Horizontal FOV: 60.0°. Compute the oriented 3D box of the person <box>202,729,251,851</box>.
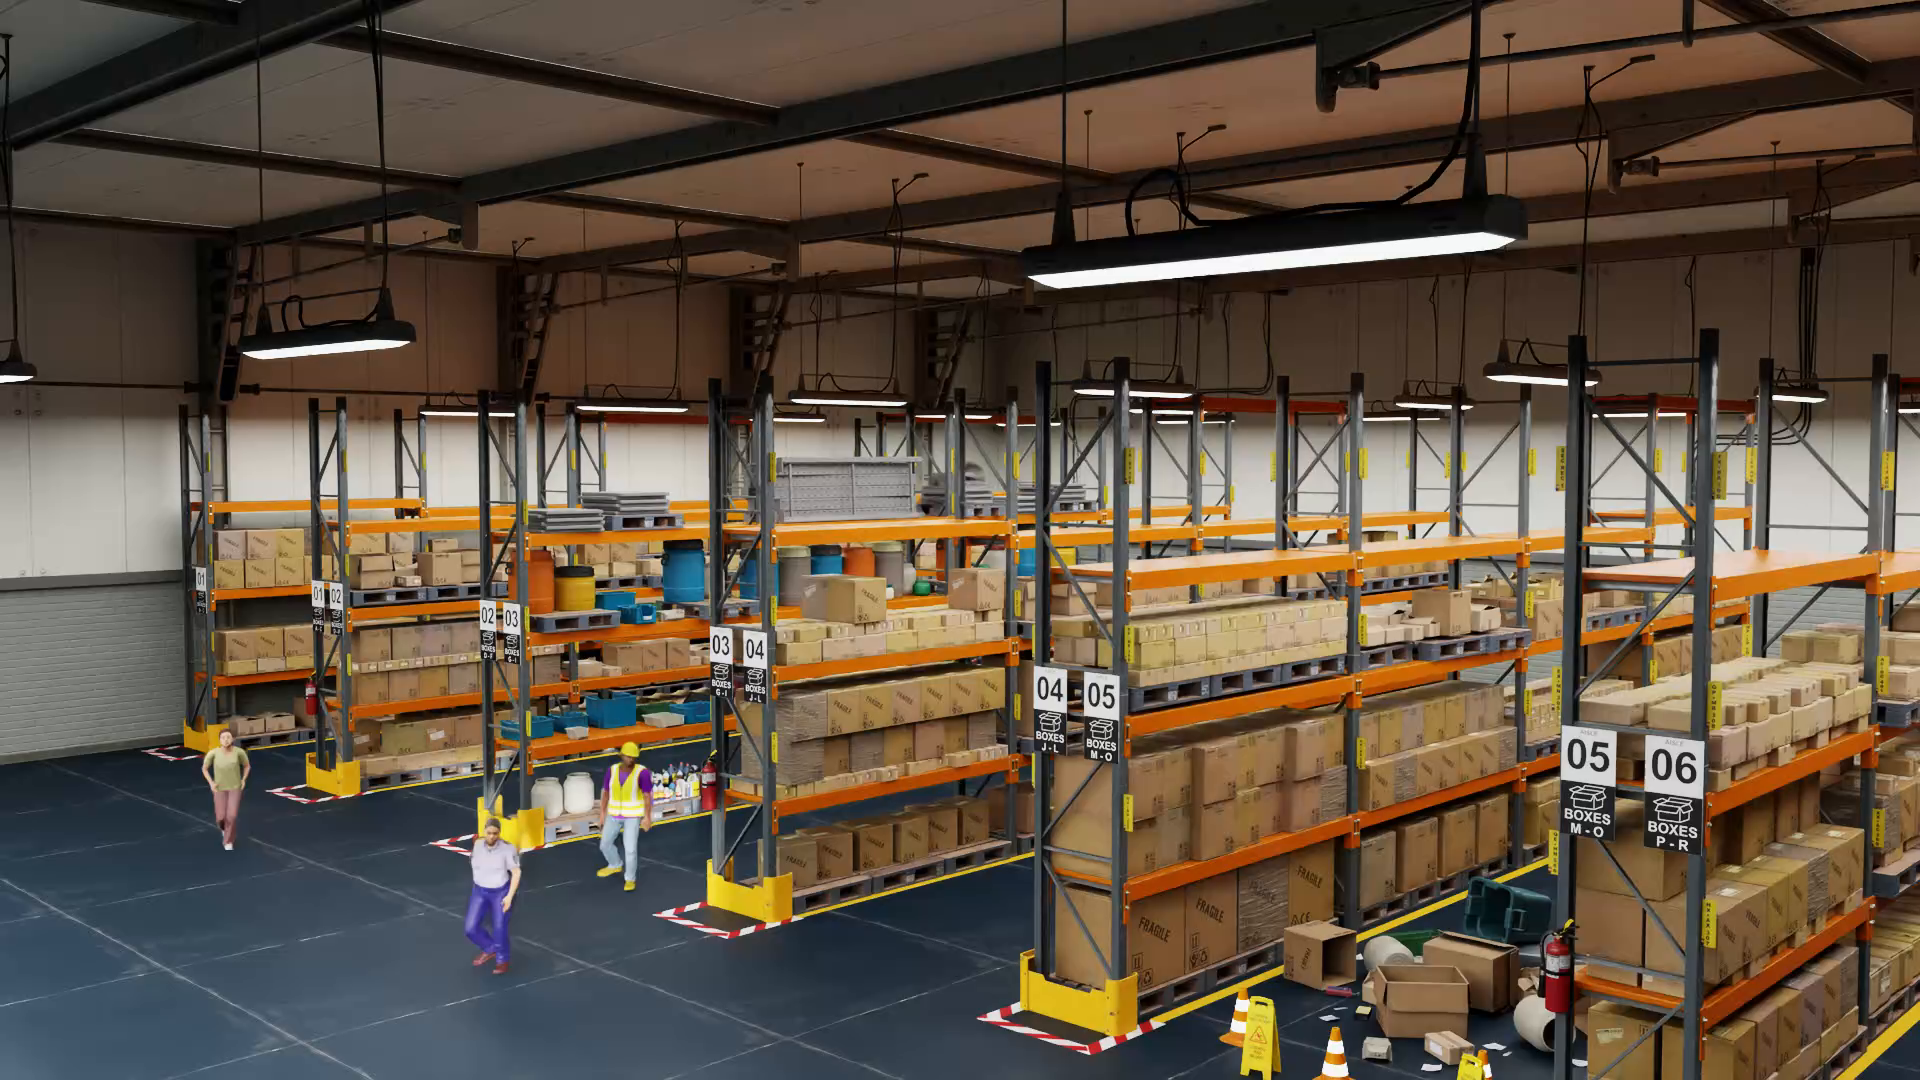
[{"bbox_3d":[-9.550,3.229,21.666,0.581,1.595,0.598,-1,3,-24],"label":"person"}]

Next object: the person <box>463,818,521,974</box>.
[{"bbox_3d":[-4.600,3.505,16.398,0.622,1.603,0.586,1,3,10],"label":"person"}]

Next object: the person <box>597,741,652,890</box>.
[{"bbox_3d":[-4.005,3.242,19.717,0.758,1.754,0.518,1,3,11],"label":"person"}]
